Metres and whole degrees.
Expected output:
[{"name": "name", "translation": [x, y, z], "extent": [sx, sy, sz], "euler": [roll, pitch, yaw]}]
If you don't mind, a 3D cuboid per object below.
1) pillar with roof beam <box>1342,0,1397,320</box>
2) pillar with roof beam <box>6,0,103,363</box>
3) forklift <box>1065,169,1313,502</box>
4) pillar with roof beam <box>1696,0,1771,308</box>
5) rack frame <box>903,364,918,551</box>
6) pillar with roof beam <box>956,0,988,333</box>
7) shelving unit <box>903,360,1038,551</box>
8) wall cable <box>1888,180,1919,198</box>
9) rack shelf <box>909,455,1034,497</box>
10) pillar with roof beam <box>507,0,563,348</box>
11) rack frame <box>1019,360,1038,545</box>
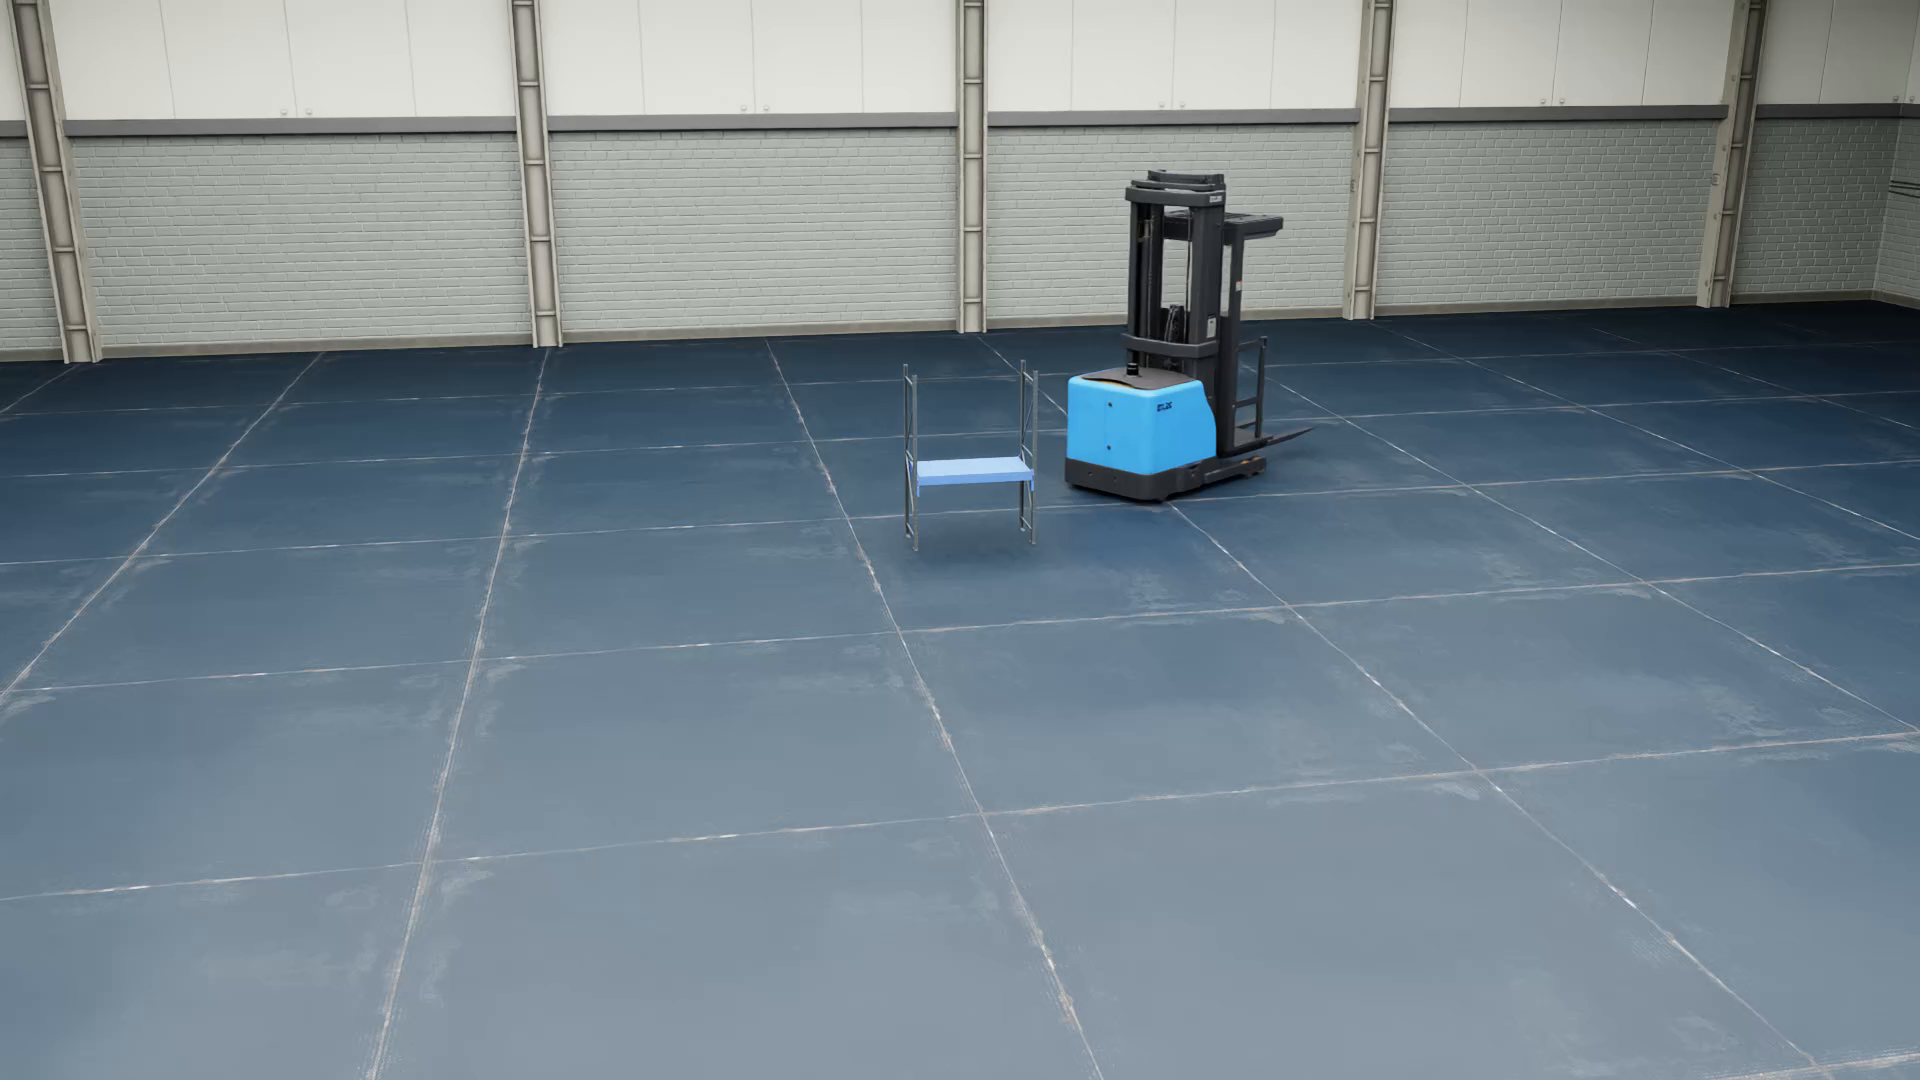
[{"name": "pillar with roof beam", "translation": [6.870, -6.442, 19.959], "extent": [0.400, 9.000, 9.100], "euler": [-3, 17, -10]}, {"name": "pillar with roof beam", "translation": [-10.803, -5.440, 16.695], "extent": [0.400, 9.000, 9.100], "euler": [-3, 17, -10]}, {"name": "forklift", "translation": [2.392, -2.109, 16.187], "extent": [1.130, 2.935, 3.031], "euler": [16, 23, 42]}, {"name": "pillar with roof beam", "translation": [12.761, -6.776, 21.047], "extent": [0.400, 9.000, 9.100], "euler": [-3, 17, -10]}, {"name": "rack frame", "translation": [-0.415, -0.693, 14.015], "extent": [0.032, 1.500, 0.500], "euler": [-3, 17, -10]}, {"name": "pillar with roof beam", "translation": [0.979, -6.108, 18.871], "extent": [0.400, 9.000, 9.100], "euler": [-3, 17, -10]}, {"name": "shelving unit", "translation": [0.084, -0.722, 14.107], "extent": [1.048, 1.500, 0.538], "euler": [-3, 17, -10]}, {"name": "wall cable", "translation": [15.088, -6.316, 24.837], "extent": [0.112, 2.526, 3.097], "euler": [-3, 17, -10]}, {"name": "rack shelf", "translation": [0.084, -0.550, 14.160], "extent": [1.000, 0.185, 0.538], "euler": [-3, 17, -10]}, {"name": "pillar with roof beam", "translation": [-4.912, -5.774, 17.783], "extent": [0.400, 9.000, 9.100], "euler": [-3, 17, -10]}, {"name": "rack frame", "translation": [0.583, -0.750, 14.199], "extent": [0.032, 1.500, 0.500], "euler": [-3, 17, -10]}]
